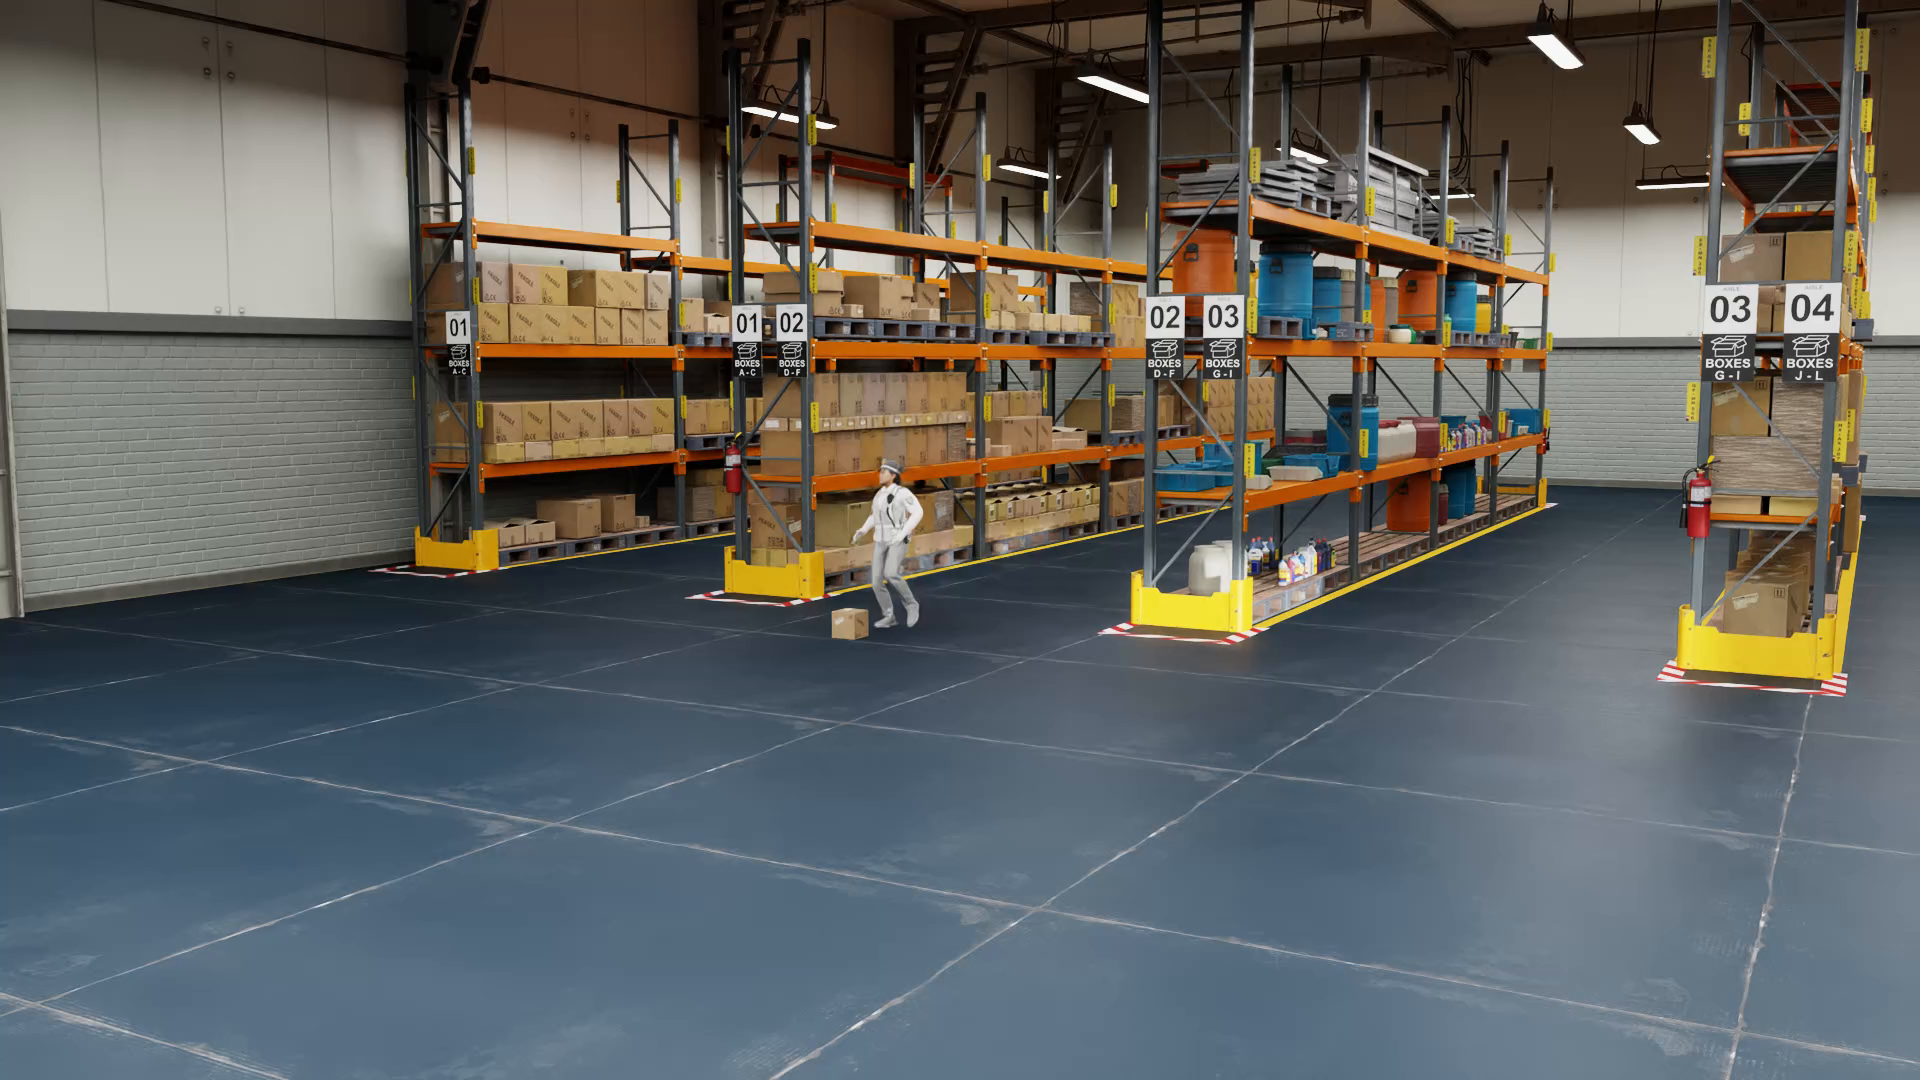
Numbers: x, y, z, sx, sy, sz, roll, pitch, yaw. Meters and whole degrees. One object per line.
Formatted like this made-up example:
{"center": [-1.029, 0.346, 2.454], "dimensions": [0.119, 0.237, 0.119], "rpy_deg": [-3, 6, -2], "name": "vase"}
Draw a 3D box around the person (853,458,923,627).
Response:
{"center": [-0.698, 0.043, 16.041], "dimensions": [0.741, 1.660, 0.519], "rpy_deg": [5, 8, 38], "name": "person"}
